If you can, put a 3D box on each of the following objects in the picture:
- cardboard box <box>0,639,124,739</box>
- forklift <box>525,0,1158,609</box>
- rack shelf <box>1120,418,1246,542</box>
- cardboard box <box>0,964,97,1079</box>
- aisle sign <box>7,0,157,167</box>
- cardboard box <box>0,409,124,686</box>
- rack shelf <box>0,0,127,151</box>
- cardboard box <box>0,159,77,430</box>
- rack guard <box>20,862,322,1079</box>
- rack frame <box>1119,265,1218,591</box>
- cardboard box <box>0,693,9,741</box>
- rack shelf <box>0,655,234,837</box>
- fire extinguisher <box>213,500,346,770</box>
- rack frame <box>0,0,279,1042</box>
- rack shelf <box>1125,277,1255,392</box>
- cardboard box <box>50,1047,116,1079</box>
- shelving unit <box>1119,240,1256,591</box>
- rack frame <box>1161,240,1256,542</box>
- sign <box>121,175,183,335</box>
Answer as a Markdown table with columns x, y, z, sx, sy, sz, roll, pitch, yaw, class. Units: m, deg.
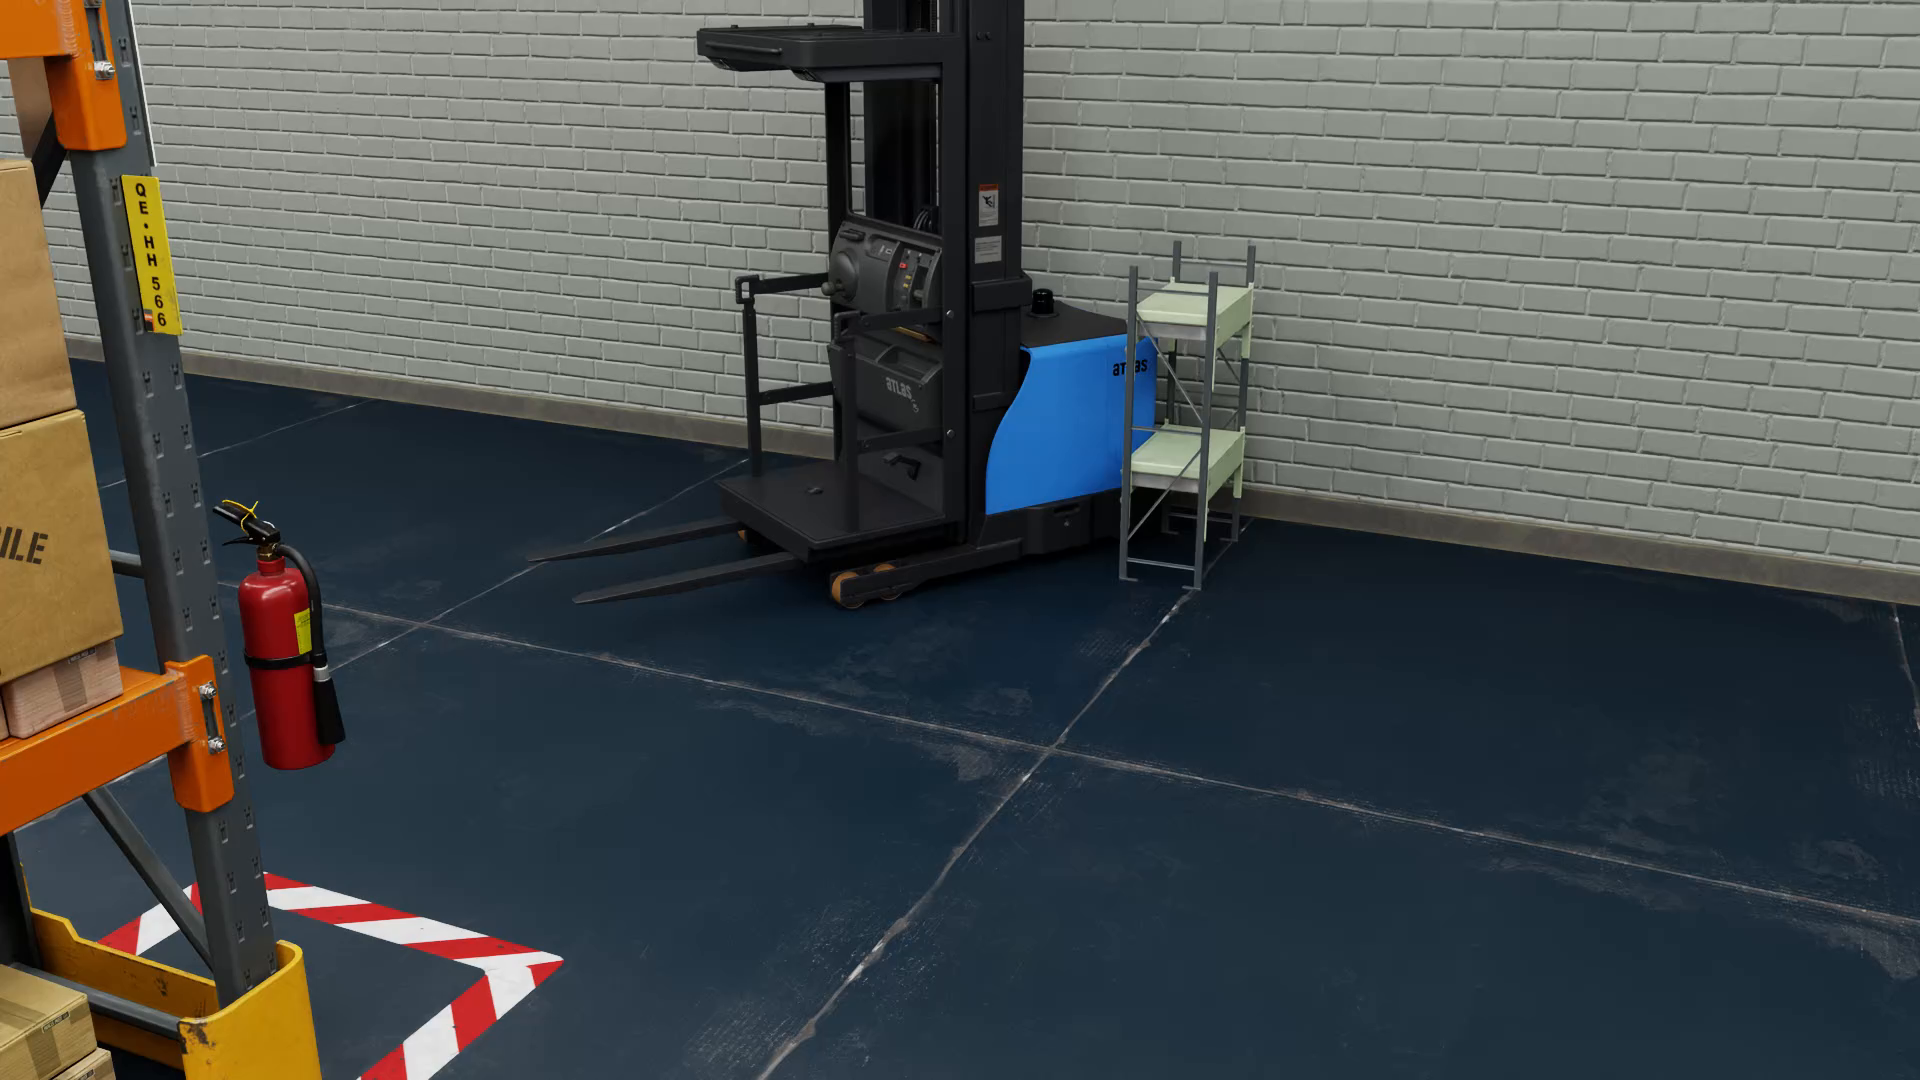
| x | y | z | sx | sy | sz | roll | pitch | yaw | class |
| --- | --- | --- | --- | --- | --- | --- | --- | --- | --- |
| -2.048 | 0.280 | 3.580 | 0.380 | 0.149 | 0.250 | 9 | 21 | 23 | cardboard box |
| -0.529 | -1.269 | 7.662 | 3.031 | 2.935 | 1.130 | -12 | 23 | -30 | forklift |
| 1.086 | -0.302 | 8.053 | 0.431 | 0.370 | 0.720 | 8 | 21 | 21 | rack shelf |
| -2.158 | 1.085 | 3.682 | 0.380 | 0.149 | 0.250 | 9 | 21 | 23 | cardboard box |
| -1.869 | -1.183 | 3.438 | 0.394 | 0.787 | 0.004 | 9 | 21 | 23 | aisle sign |
| -2.122 | 0.009 | 3.375 | 0.500 | 0.500 | 0.500 | 9 | 21 | 24 | cardboard box |
| -2.992 | -0.440 | 1.826 | 1.077 | 0.370 | 4.000 | 9 | 21 | 23 | rack shelf |
| -2.133 | -0.461 | 3.203 | 0.500 | 0.500 | 0.500 | 8 | 21 | 22 | cardboard box |
| -2.204 | 1.224 | 4.280 | 1.175 | 0.500 | 0.348 | 9 | 21 | 23 | rack guard |
| 0.947 | -0.496 | 7.625 | 0.400 | 1.500 | 0.023 | 8 | 21 | 21 | rack frame |
| -2.185 | 0.351 | 3.380 | 0.380 | 0.149 | 0.250 | 9 | 21 | 23 | cardboard box |
| -2.992 | 0.974 | 2.328 | 1.077 | 0.370 | 4.000 | 9 | 21 | 23 | rack shelf |
| -1.649 | 0.222 | 4.041 | 0.296 | 0.674 | 0.183 | 9 | 21 | 23 | fire extinguisher |
| -2.173 | 0.023 | 3.927 | 1.000 | 3.000 | 0.127 | 9 | 21 | 23 | rack frame |
| 1.086 | -0.977 | 7.813 | 0.431 | 0.370 | 0.720 | 8 | 21 | 21 | rack shelf |
| -2.129 | 1.229 | 3.720 | 0.380 | 0.149 | 0.250 | 8 | 21 | 21 | cardboard box |
| 1.086 | -0.609 | 7.944 | 0.431 | 1.500 | 0.755 | 8 | 21 | 21 | shelving unit |
| 1.226 | -0.723 | 8.263 | 0.400 | 1.500 | 0.023 | 8 | 21 | 21 | rack frame |
| -1.675 | -0.589 | 3.448 | 0.100 | 0.325 | 0.005 | 9 | 21 | 23 | sign |
